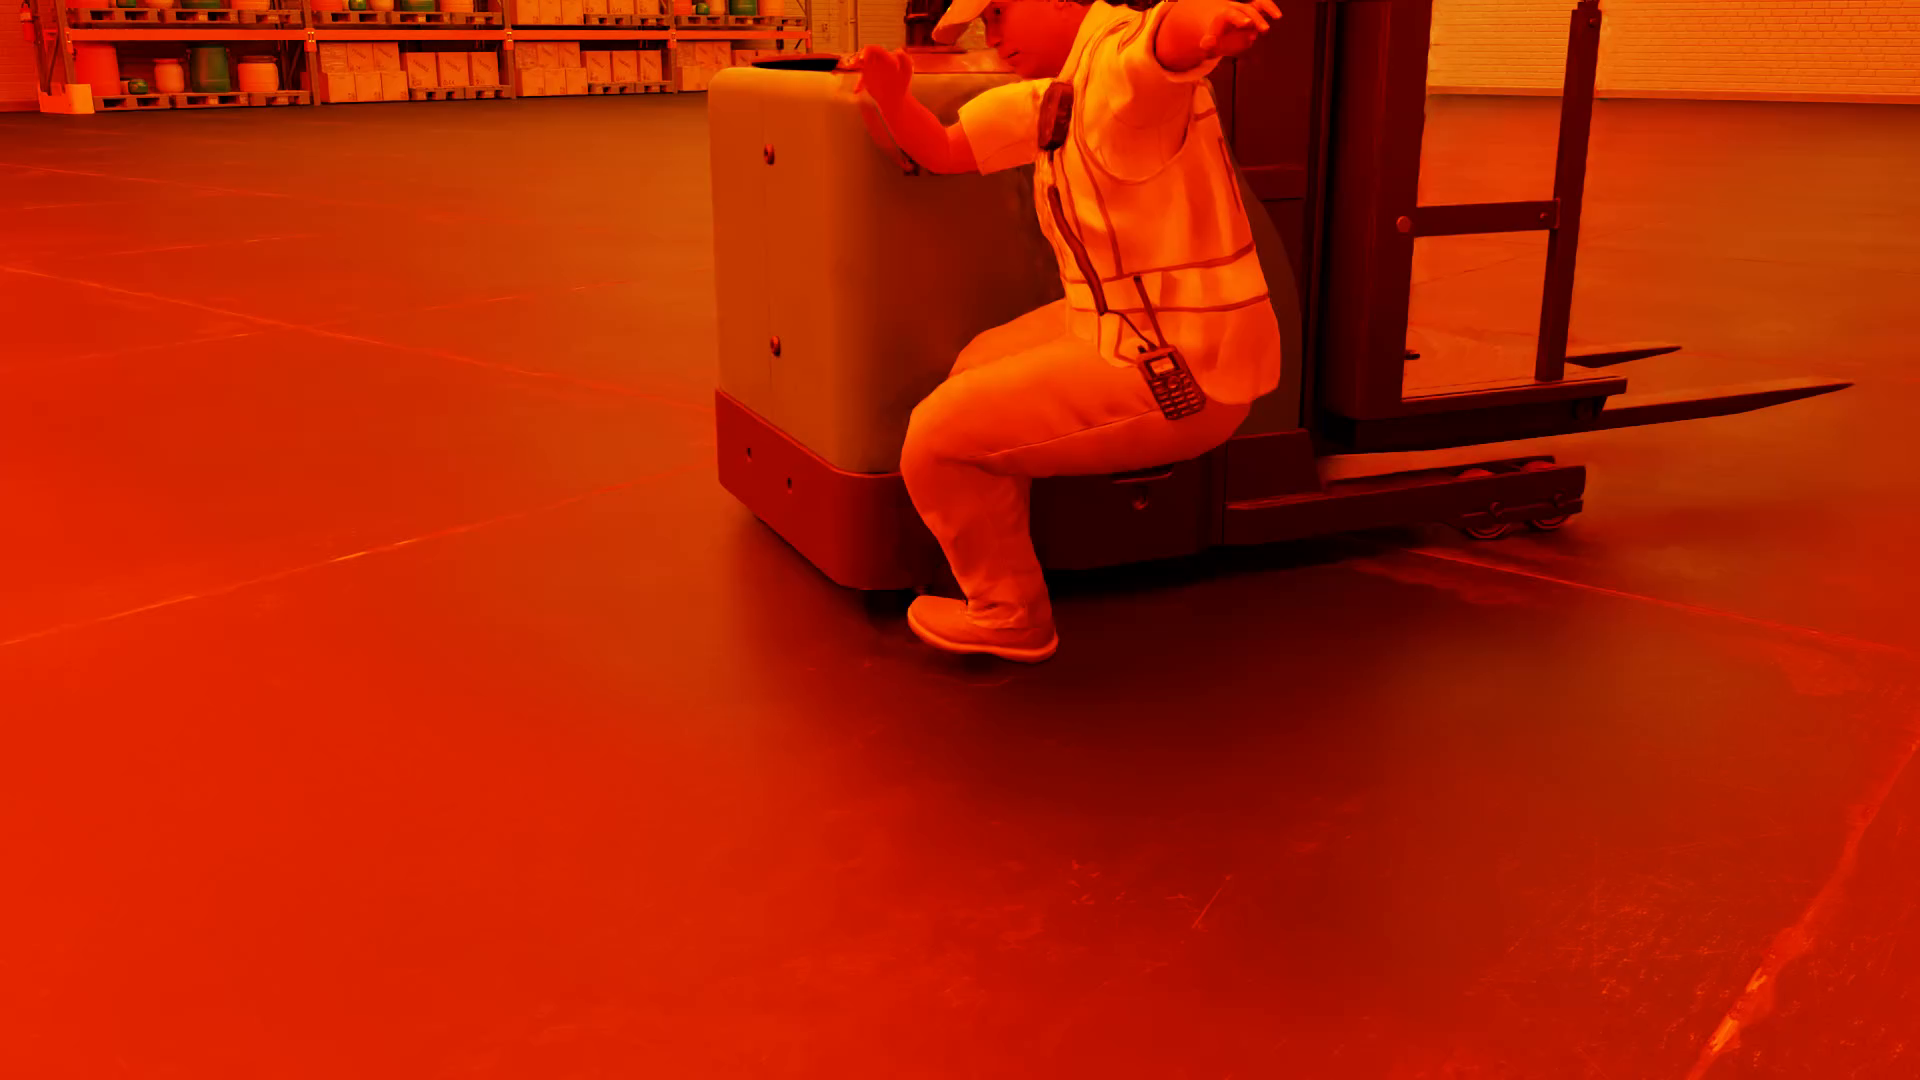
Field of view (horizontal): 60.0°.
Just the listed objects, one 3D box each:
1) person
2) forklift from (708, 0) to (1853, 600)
[{"bbox_3d":[0.183,-0.337,2.783,0.721,1.360,1.418,-1,17,-3],"label":"person"},{"bbox_3d":[0.958,-1.537,3.959,3.031,2.935,1.130,-7,18,-23],"label":"forklift"}]
